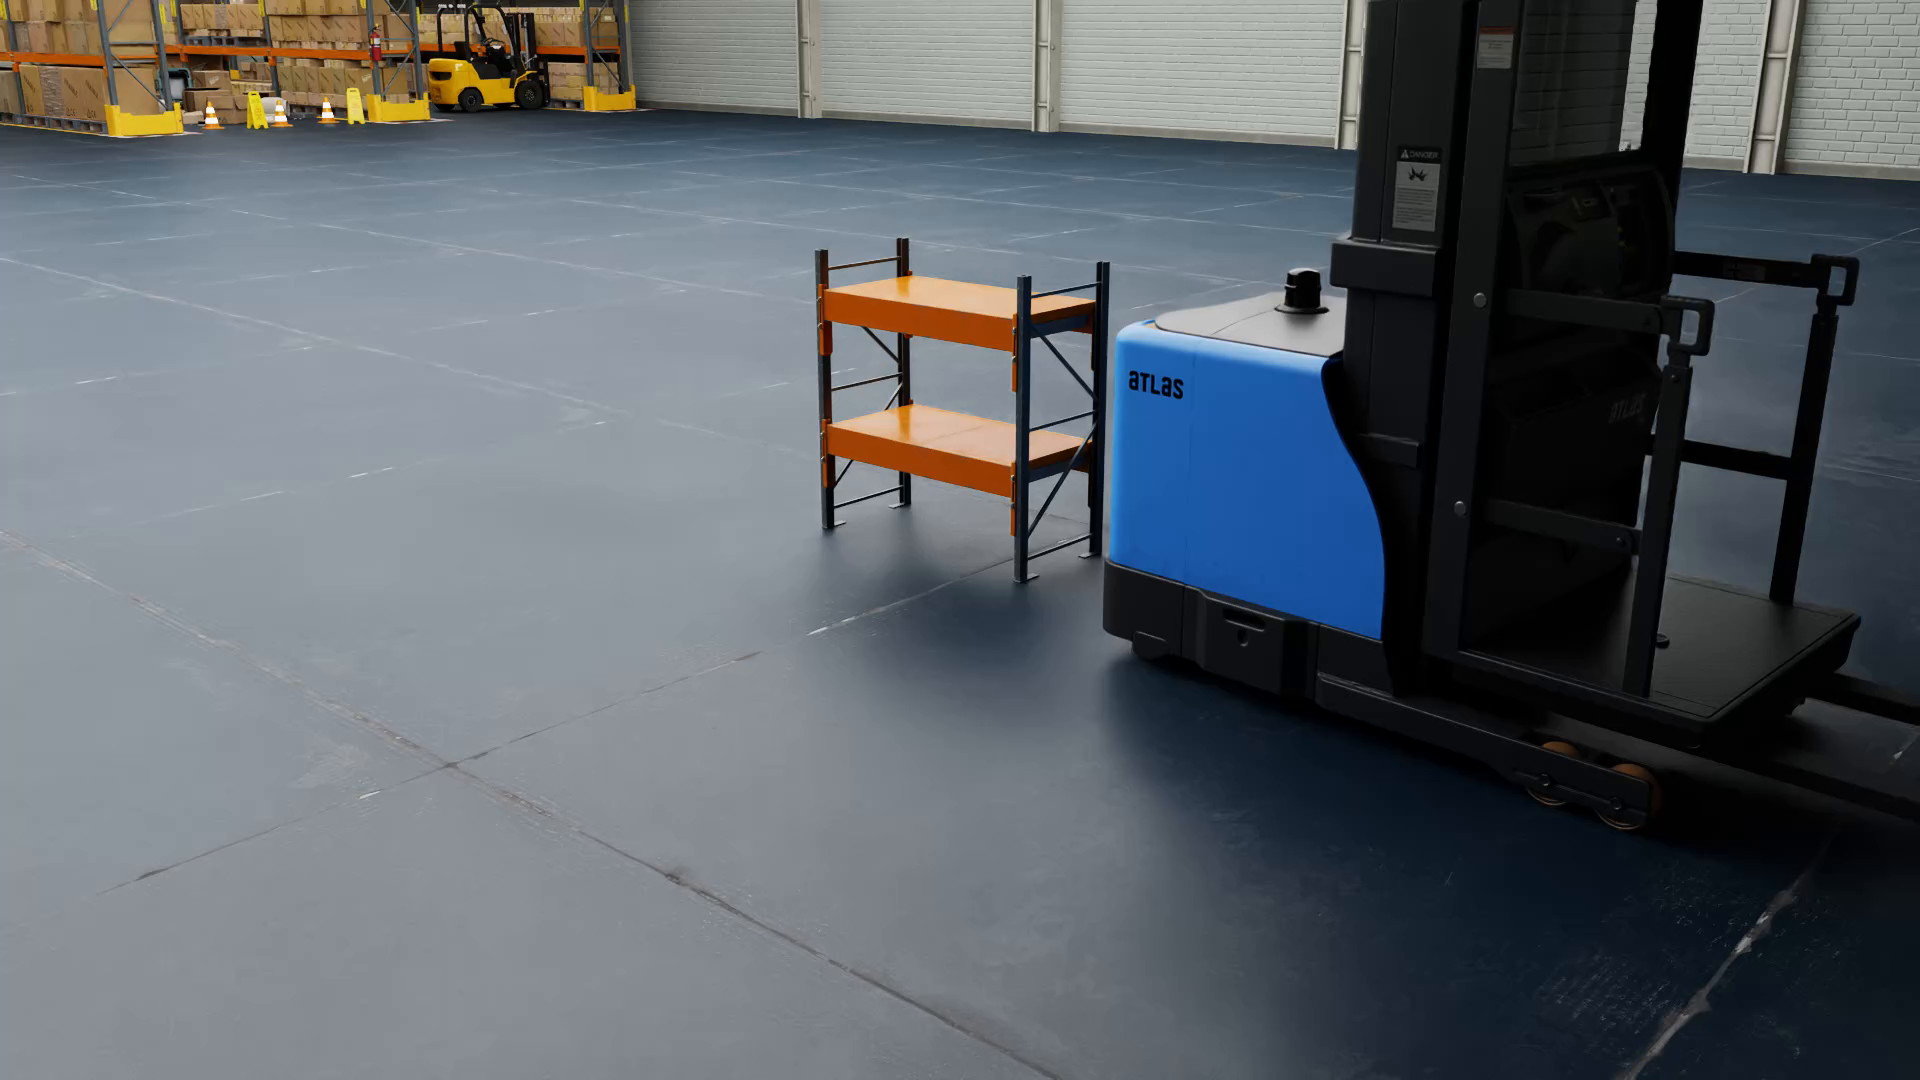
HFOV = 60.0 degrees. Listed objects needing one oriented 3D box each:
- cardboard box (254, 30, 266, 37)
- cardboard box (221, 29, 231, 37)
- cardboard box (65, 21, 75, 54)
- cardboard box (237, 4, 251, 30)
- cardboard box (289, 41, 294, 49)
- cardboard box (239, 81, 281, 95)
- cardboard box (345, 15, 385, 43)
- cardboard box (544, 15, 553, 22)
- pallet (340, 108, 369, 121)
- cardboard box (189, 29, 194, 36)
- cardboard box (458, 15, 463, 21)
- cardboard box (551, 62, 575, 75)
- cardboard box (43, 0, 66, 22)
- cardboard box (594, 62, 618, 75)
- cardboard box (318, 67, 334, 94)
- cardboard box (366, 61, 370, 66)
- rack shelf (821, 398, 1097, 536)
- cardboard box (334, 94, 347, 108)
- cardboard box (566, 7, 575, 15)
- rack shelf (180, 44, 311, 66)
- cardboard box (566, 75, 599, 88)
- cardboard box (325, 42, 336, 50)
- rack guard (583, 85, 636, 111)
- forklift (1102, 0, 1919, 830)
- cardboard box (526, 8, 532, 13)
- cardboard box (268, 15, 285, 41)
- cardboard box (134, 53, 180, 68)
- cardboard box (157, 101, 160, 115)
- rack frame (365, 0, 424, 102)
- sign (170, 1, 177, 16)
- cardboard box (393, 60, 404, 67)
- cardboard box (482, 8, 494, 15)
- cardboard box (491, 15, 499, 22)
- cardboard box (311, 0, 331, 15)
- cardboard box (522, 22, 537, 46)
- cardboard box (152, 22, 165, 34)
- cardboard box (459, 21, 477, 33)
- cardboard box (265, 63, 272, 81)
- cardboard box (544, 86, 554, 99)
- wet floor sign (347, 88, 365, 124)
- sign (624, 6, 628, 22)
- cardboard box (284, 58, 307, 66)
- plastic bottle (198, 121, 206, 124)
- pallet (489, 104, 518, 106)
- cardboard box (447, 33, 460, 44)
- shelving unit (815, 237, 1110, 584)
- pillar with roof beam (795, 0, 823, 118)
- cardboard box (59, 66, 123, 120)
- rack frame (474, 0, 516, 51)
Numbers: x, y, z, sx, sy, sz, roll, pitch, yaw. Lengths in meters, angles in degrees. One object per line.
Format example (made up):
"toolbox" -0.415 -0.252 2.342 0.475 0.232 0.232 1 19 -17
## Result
"cardboard box" -14.395 -10.504 34.471 0.250 0.149 0.380 15 23 40
"cardboard box" -15.522 -10.823 35.477 0.250 0.149 0.380 16 24 41
"cardboard box" -15.114 -8.821 29.200 0.550 0.550 0.875 15 23 39
"cardboard box" -14.696 -10.912 34.685 0.500 0.500 0.500 15 23 40
"cardboard box" -13.362 -10.041 33.708 0.250 0.149 0.380 15 23 39
"cardboard box" -14.761 -9.578 35.484 0.950 0.372 0.625 -17 24 -42
"cardboard box" -11.424 -9.815 31.924 0.500 0.500 0.500 15 23 38
"cardboard box" -8.762 -11.272 35.933 0.250 0.149 0.380 14 22 38
"pallet" -11.476 -8.437 32.846 1.213 0.211 1.003 15 23 39
"cardboard box" -16.699 -11.159 36.535 0.250 0.149 0.380 13 22 36
"cardboard box" -11.291 -11.990 38.196 0.250 0.149 0.380 15 23 39
"cardboard box" -8.480 -10.192 35.967 0.500 0.250 0.500 16 23 40
"cardboard box" -15.581 -9.418 29.296 0.500 0.550 0.875 15 23 39
"cardboard box" -7.777 -10.208 36.018 0.500 0.250 0.500 15 23 38
"cardboard box" -12.373 -9.135 33.049 0.500 0.500 0.500 14 23 38
"cardboard box" -14.457 -11.780 41.136 0.250 0.149 0.380 14 22 37
"rack shelf" -0.005 -0.304 6.520 1.000 0.278 0.538 15 23 39
"cardboard box" -12.000 -8.676 32.842 0.500 0.250 0.500 15 23 39
"cardboard box" -8.156 -11.268 35.430 0.250 0.149 0.380 15 23 39
"rack shelf" -15.323 -10.441 35.742 4.000 0.370 1.077 15 23 39
"cardboard box" -8.115 -9.858 35.740 0.500 0.250 0.500 15 23 39
"cardboard box" -12.260 -9.727 32.718 0.250 0.149 0.380 15 23 39
"rack guard" -7.525 -9.507 35.741 0.348 0.500 1.175 15 23 39
"forklift" 1.867 -0.829 4.380 3.031 2.935 1.130 17 24 42
"cardboard box" -9.279 -11.587 36.434 0.250 0.149 0.380 15 23 39
"cardboard box" -13.683 -10.420 33.830 0.500 0.500 0.500 15 23 39
"cardboard box" -18.613 -10.890 38.786 0.875 0.875 0.875 16 24 41
"cardboard box" -15.195 -7.972 30.902 0.500 0.500 0.500 -13 22 -36
"rack frame" -10.835 -9.579 31.837 0.127 3.000 1.000 15 23 39
"sign" -17.185 -11.611 36.325 0.005 0.325 0.100 15 23 39
"cardboard box" -13.891 -11.862 41.395 0.250 0.149 0.380 16 24 41
"cardboard box" -10.493 -11.874 37.337 0.250 0.149 0.380 16 23 40
"cardboard box" -10.276 -11.688 37.243 0.250 0.149 0.380 16 23 41
"cardboard box" -12.185 -10.481 32.368 0.500 0.500 0.700 15 23 39
"cardboard box" -9.234 -11.098 36.456 0.500 0.500 0.500 15 23 40
"cardboard box" -17.735 -11.494 37.292 0.500 0.250 0.500 14 23 38
"cardboard box" -11.072 -11.714 37.984 0.500 0.250 0.500 14 23 38
"cardboard box" -18.173 -12.471 44.386 0.500 0.500 0.500 16 23 40
"cardboard box" -8.838 -9.820 36.447 0.500 0.250 0.500 15 23 40
"wet floor sign" -11.403 -8.177 31.310 0.267 0.644 0.232 -9 20 -27
"sign" -7.170 -11.278 35.627 0.005 0.325 0.100 15 23 39
"cardboard box" -13.511 -9.720 33.821 0.250 0.149 0.380 15 23 40
"plastic bottle" -14.181 -7.828 31.176 0.283 0.061 0.133 7 19 21
"pallet" -9.968 -10.008 37.797 1.213 0.211 1.003 15 23 39
"cardboard box" -11.465 -11.576 38.378 0.500 0.250 0.500 15 23 39
"shelving unit" -0.005 -0.538 6.446 1.048 1.125 0.538 15 23 39
"pillar with roof beam" -5.836 -11.727 28.688 0.400 9.000 9.100 15 23 39
"cardboard box" -15.256 -7.924 29.439 0.875 0.875 0.875 15 23 38
"rack frame" -10.535 -11.506 37.908 0.127 3.000 1.000 15 23 39
